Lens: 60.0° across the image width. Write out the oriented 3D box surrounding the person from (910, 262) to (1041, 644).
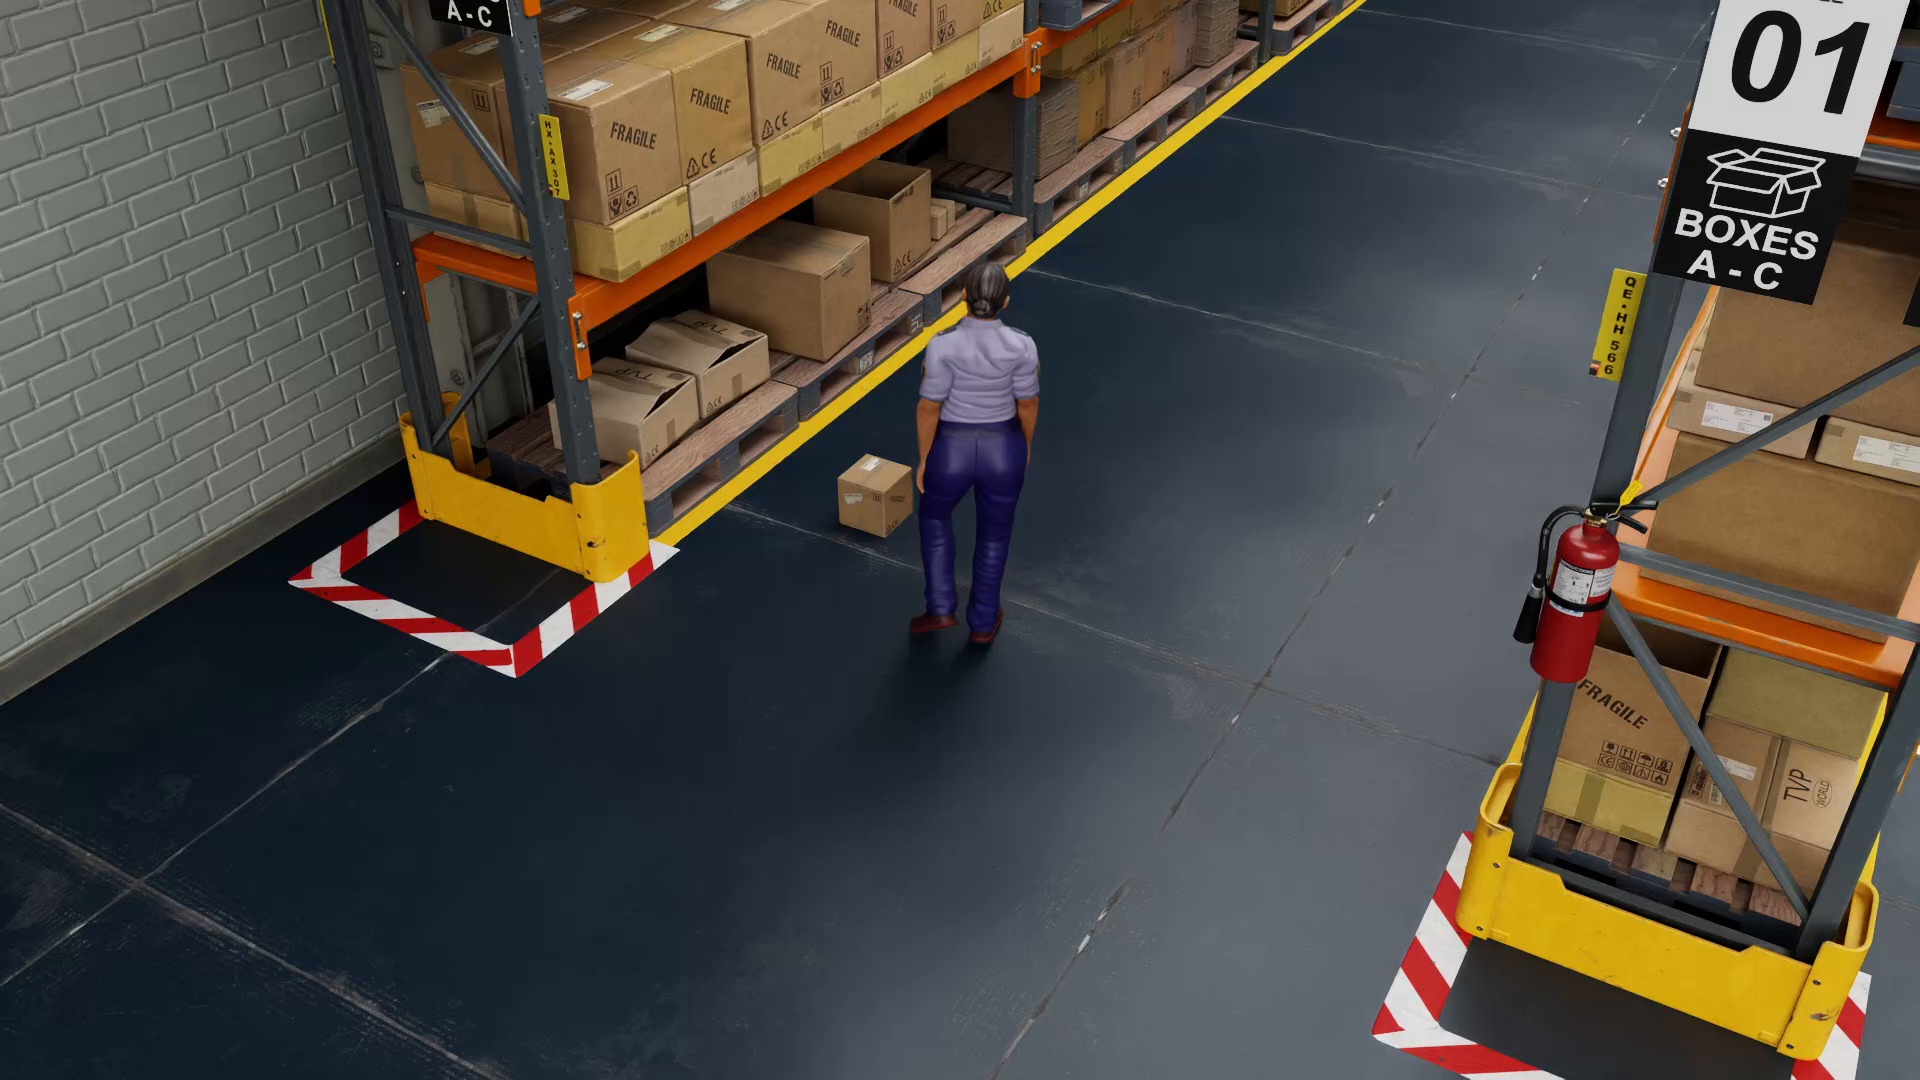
[{"bbox_3d":[0.049,-0.308,6.612,0.524,1.685,0.370,0,34,0],"label":"person"}]
